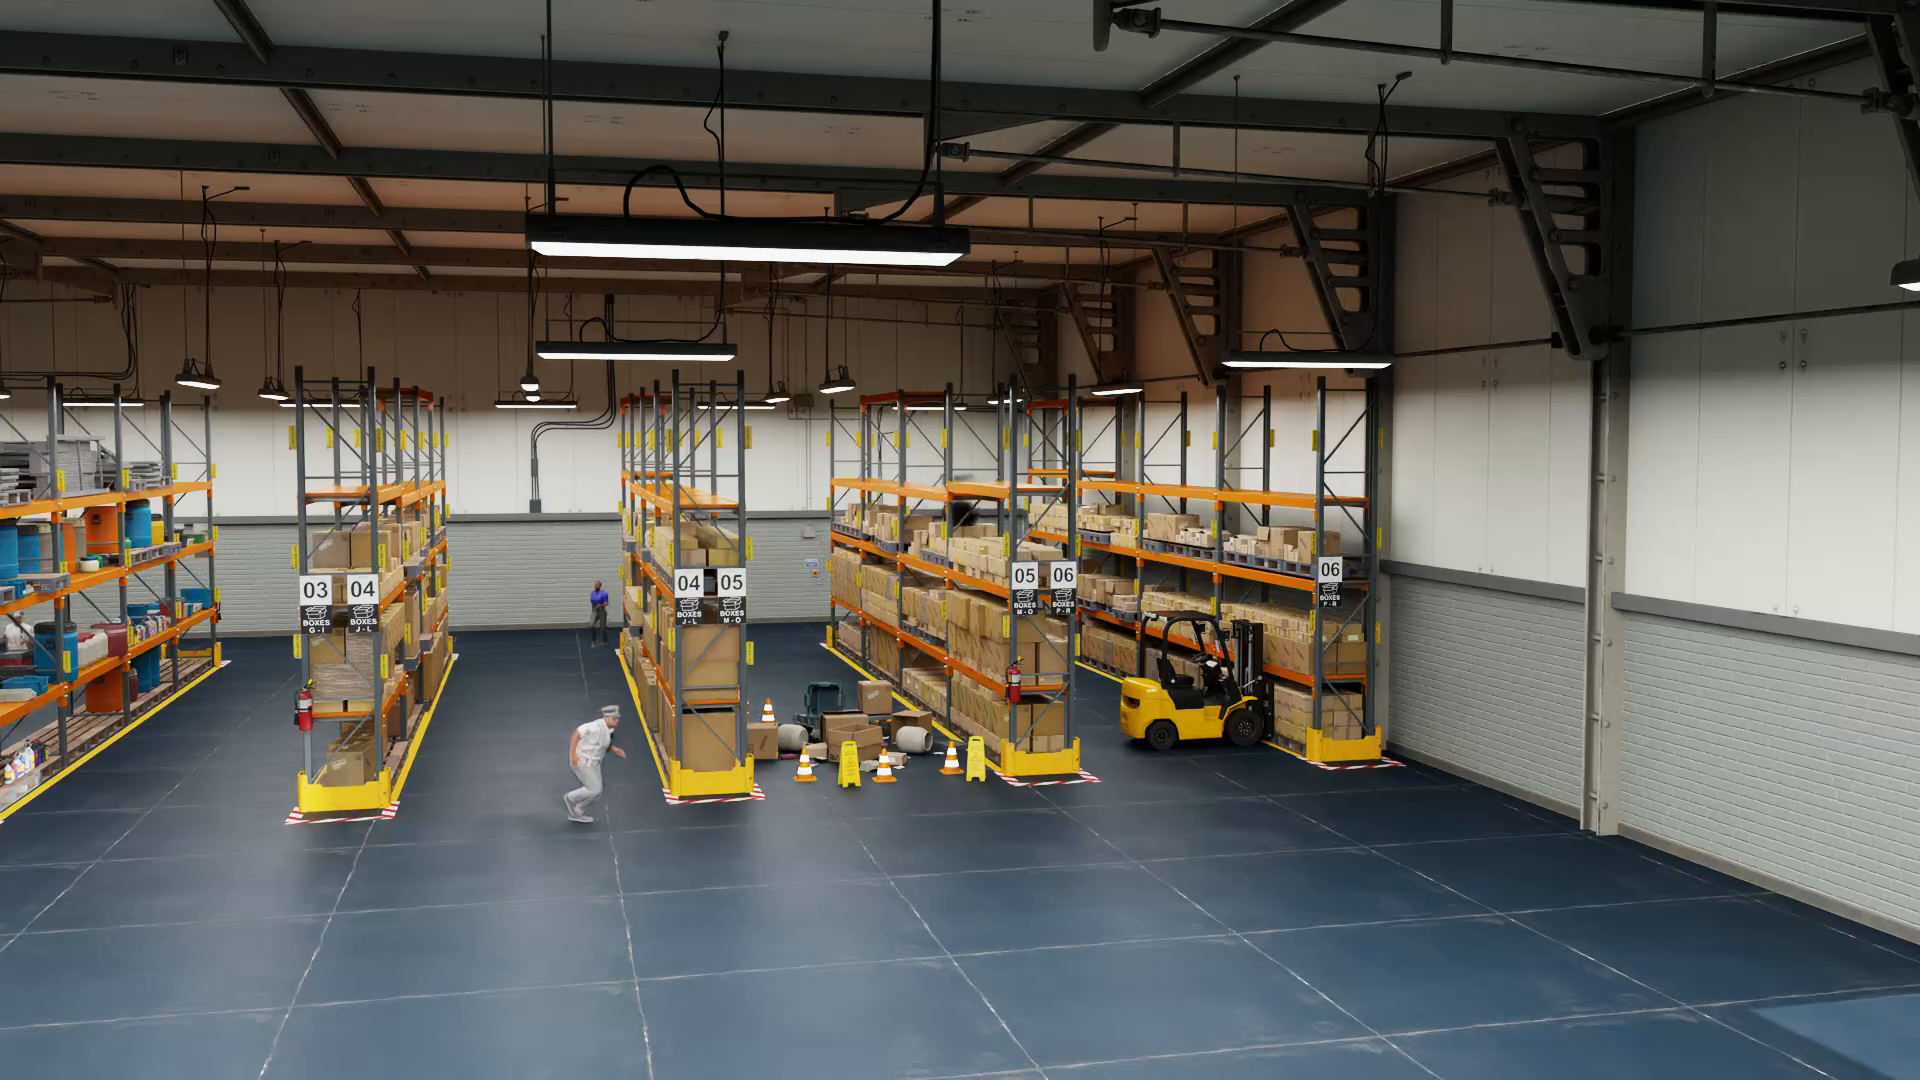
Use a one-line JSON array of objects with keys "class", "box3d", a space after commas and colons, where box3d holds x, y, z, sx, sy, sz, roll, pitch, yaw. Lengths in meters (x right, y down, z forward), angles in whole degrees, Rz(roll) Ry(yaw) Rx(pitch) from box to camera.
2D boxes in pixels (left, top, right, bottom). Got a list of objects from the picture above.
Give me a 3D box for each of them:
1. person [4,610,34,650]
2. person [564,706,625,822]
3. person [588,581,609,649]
[{"class": "person", "box3d": [-18.431, 2.227, 32.565, 0.586, 1.726, 0.709, -1, 4, -16]}, {"class": "person", "box3d": [-4.784, 2.933, 21.655, 0.834, 1.566, 0.696, 1, 4, 19]}, {"class": "person", "box3d": [-8.686, 1.801, 40.069, 0.522, 1.662, 0.783, 1, 3, 12]}]
